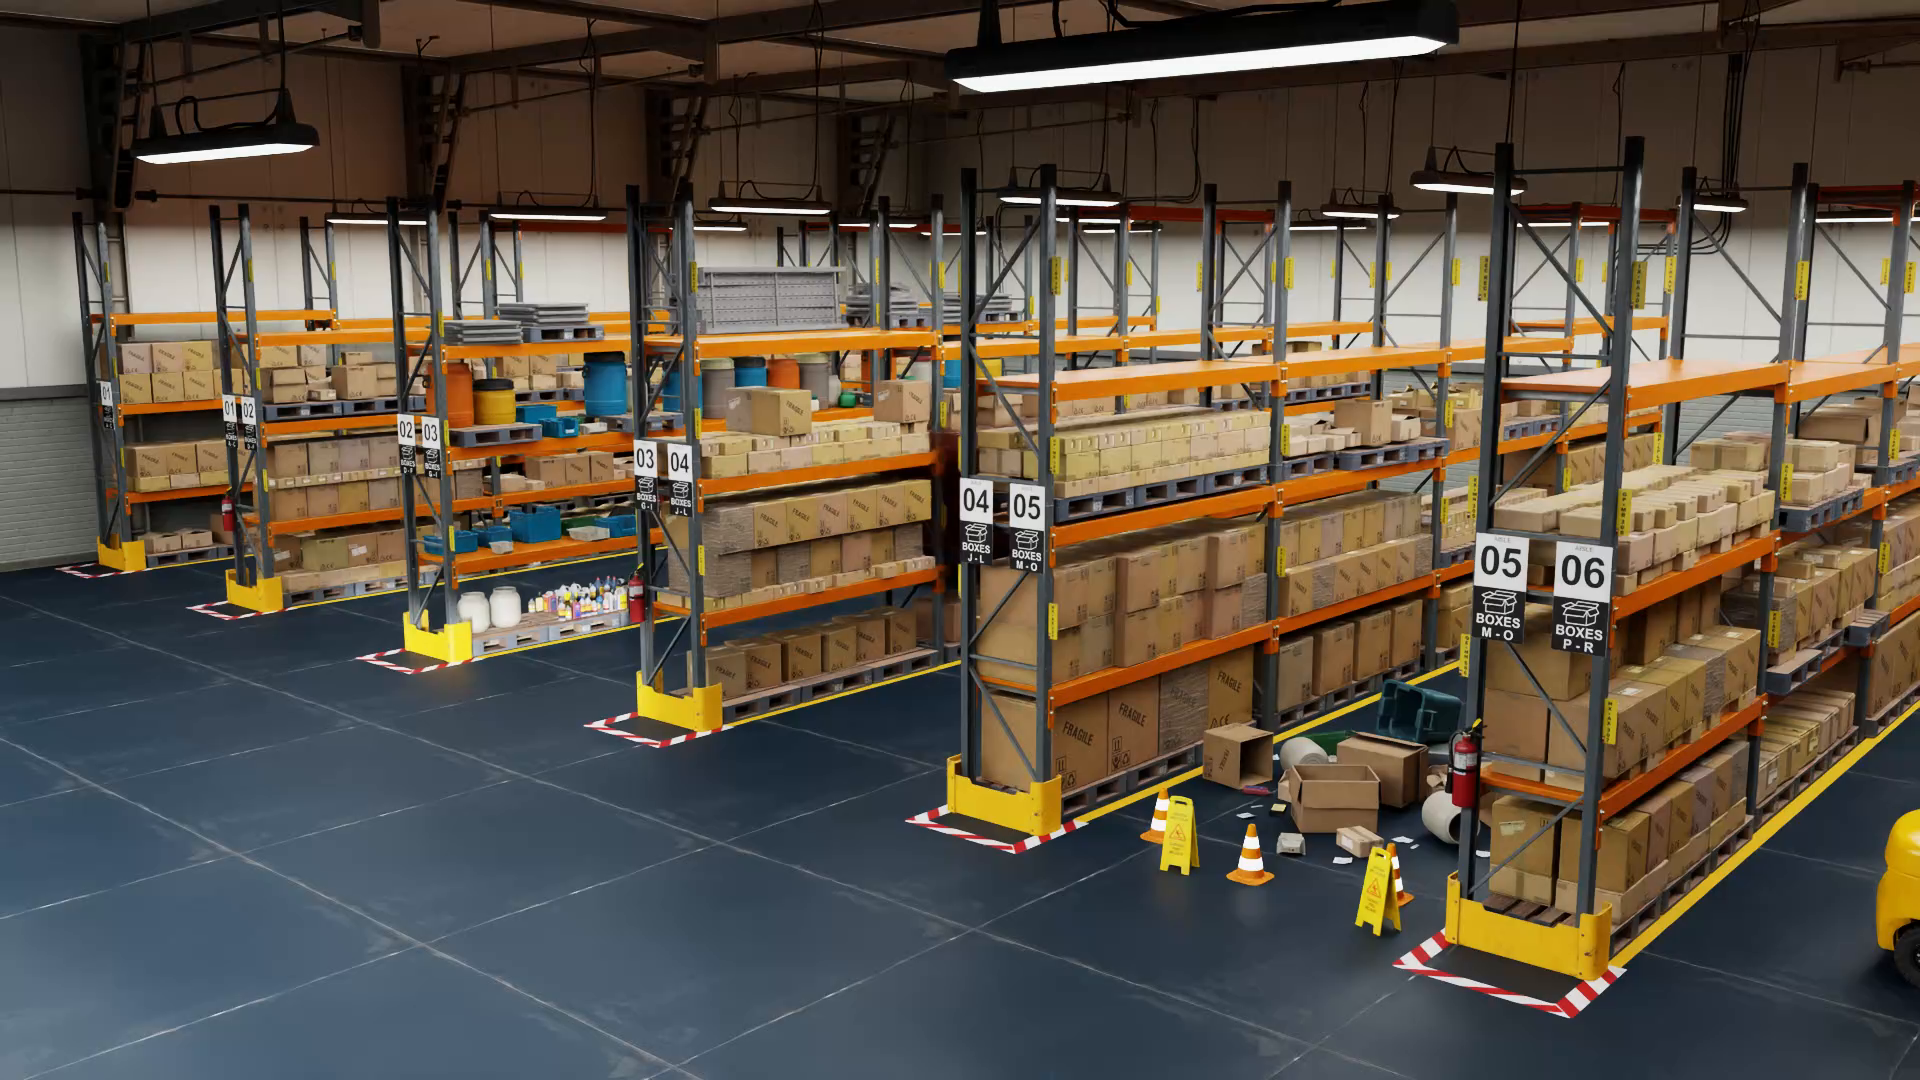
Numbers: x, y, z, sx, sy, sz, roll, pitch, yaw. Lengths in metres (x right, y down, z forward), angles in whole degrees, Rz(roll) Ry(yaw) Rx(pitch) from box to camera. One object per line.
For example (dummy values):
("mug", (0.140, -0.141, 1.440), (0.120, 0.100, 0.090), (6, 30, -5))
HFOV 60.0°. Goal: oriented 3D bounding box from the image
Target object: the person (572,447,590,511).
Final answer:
("person", (-7.240, -0.934, 31.516), (0.574, 1.755, 0.484), (9, 13, 44))
